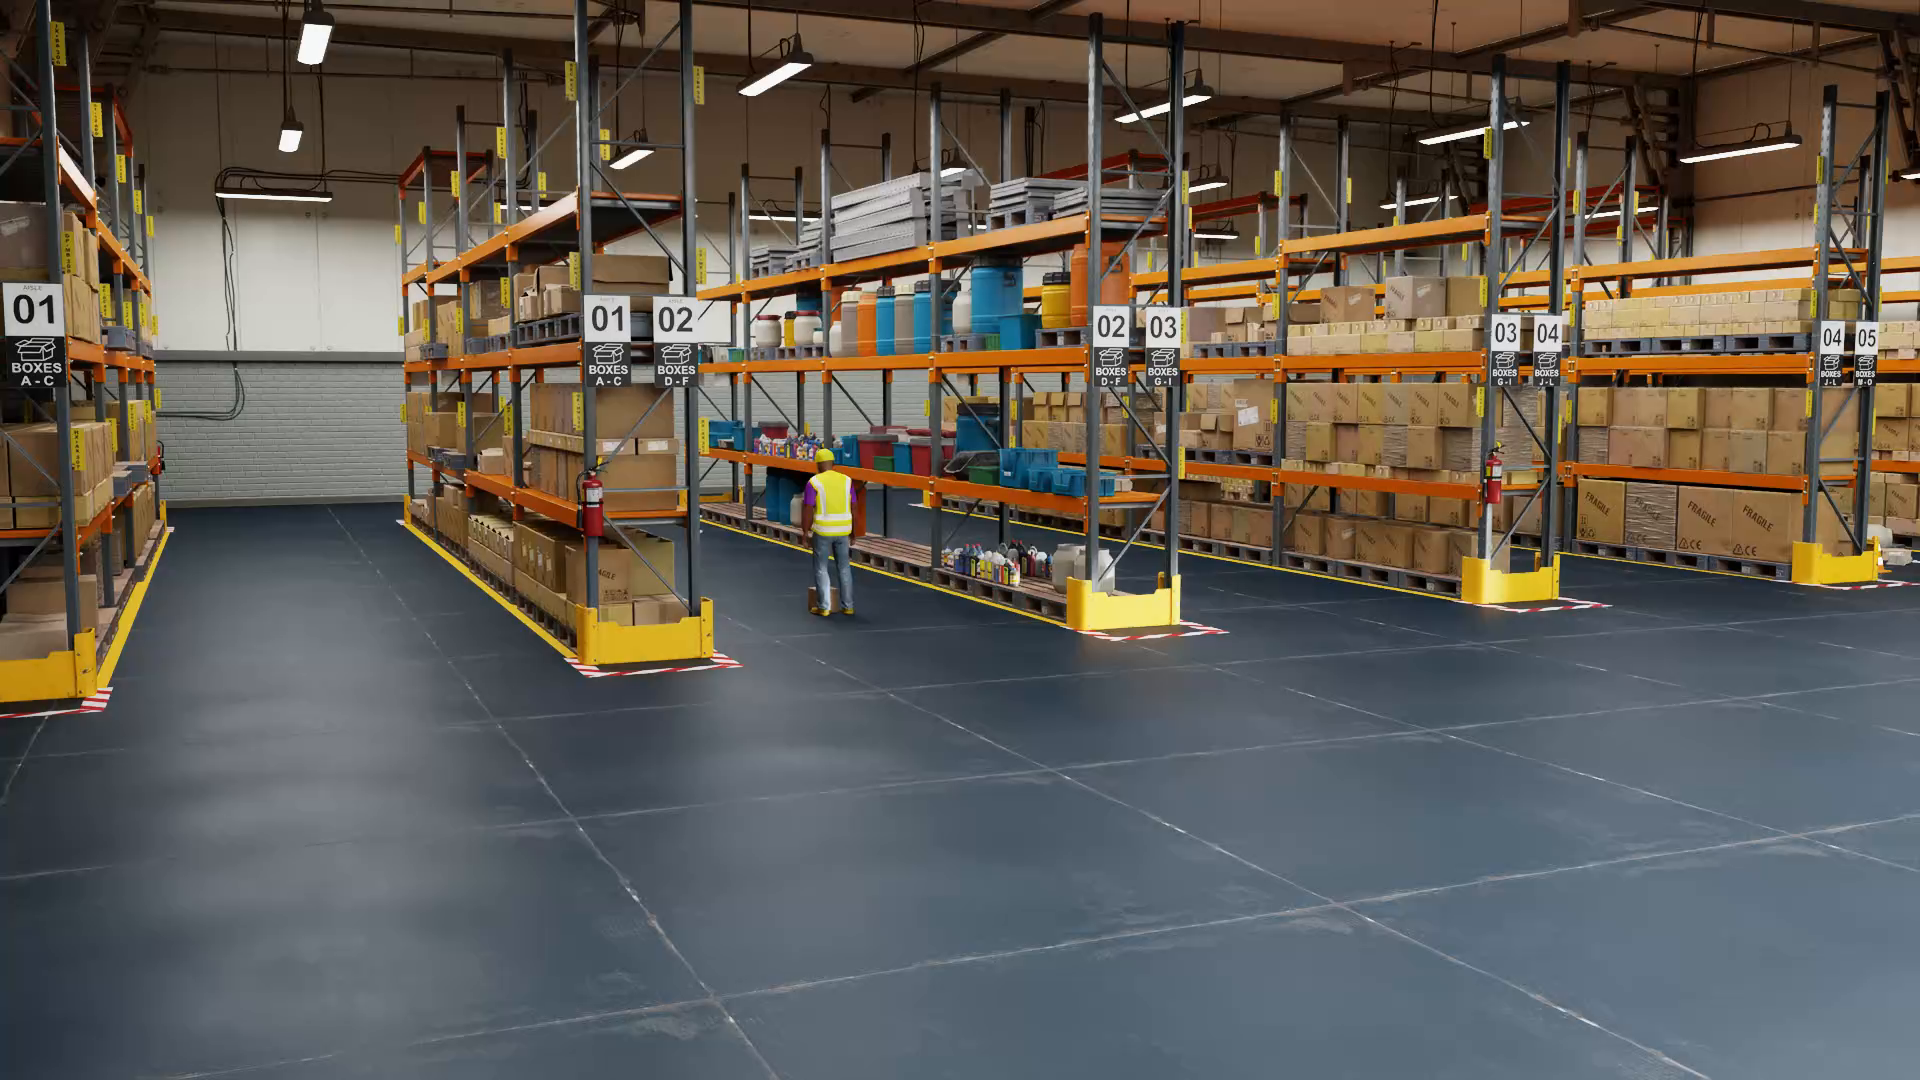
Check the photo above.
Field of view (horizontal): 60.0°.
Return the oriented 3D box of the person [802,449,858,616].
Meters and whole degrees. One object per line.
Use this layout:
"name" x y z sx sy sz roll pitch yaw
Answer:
"person" -1.383 -0.086 17.613 0.633 1.755 0.461 -3 6 -27
